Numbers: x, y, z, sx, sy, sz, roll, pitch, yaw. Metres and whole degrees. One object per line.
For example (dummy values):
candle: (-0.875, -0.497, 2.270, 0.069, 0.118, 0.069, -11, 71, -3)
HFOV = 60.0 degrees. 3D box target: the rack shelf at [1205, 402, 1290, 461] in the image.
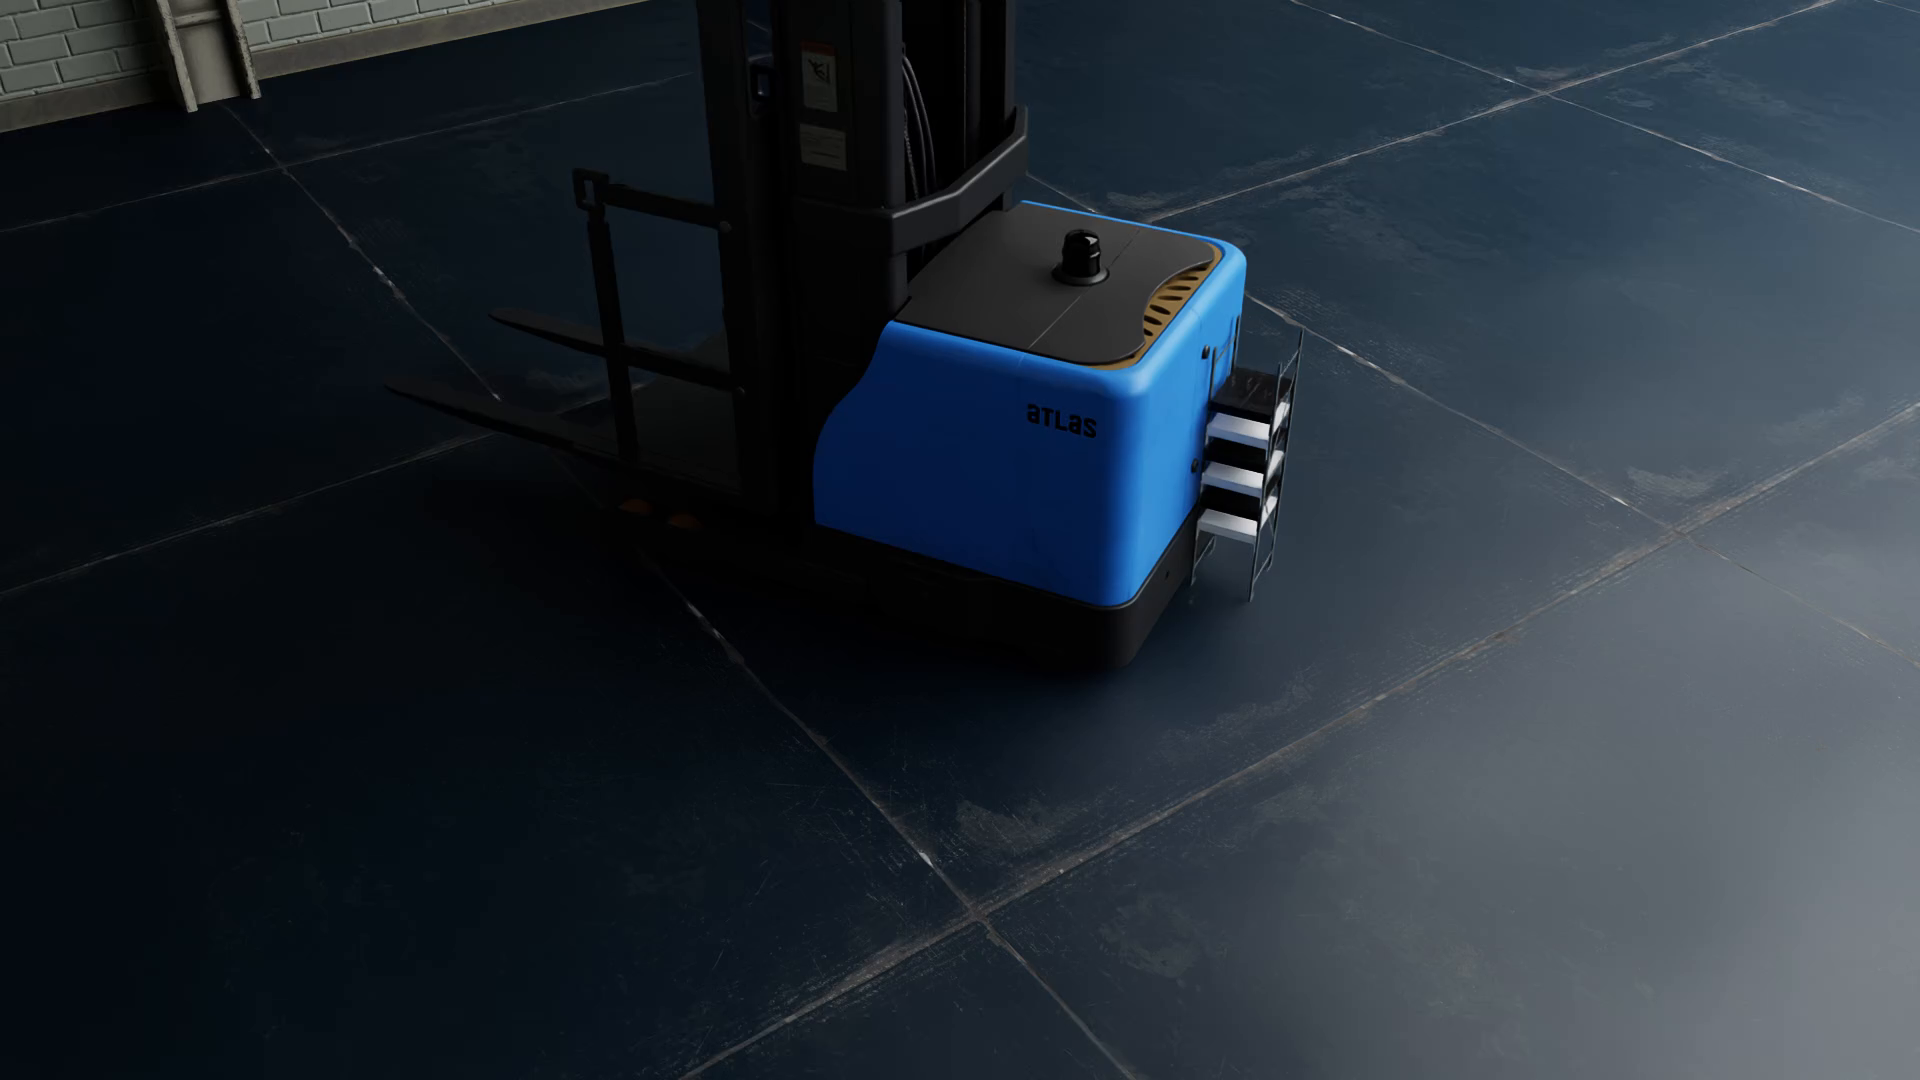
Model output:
rack shelf: (0.910, -0.365, 5.236, 0.200, 0.077, 0.258, 16, 39, 21)

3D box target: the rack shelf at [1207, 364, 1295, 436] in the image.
rack shelf: (0.910, -0.438, 5.183, 0.200, 0.077, 0.258, 16, 39, 21)

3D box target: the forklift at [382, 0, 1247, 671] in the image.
forklift: (-0.643, -1.374, 5.151, 3.031, 2.935, 1.130, 16, 39, 21)

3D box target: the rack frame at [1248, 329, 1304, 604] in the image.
rack frame: (1.001, -0.220, 5.285, 0.006, 0.900, 0.240, 16, 39, 21)

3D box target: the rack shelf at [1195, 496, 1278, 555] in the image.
rack shelf: (0.910, -0.073, 5.446, 0.200, 0.077, 0.258, 16, 39, 21)

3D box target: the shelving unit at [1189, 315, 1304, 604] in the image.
shelving unit: (0.910, -0.246, 5.322, 0.210, 0.900, 0.258, 16, 39, 21)

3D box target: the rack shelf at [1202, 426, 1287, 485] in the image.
rack shelf: (0.910, -0.292, 5.289, 0.200, 0.077, 0.258, 16, 39, 21)

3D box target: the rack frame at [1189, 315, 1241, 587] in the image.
rack frame: (0.819, -0.272, 5.358, 0.006, 0.900, 0.240, 16, 39, 21)

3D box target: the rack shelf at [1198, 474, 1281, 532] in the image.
rack shelf: (0.910, -0.146, 5.394, 0.200, 0.077, 0.258, 16, 39, 21)

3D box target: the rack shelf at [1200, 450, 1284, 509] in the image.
rack shelf: (0.910, -0.219, 5.341, 0.200, 0.077, 0.258, 16, 39, 21)

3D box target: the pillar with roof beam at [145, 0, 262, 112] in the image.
pillar with roof beam: (-1.606, -4.039, 3.658, 0.400, 9.000, 9.100, -22, 41, -28)
